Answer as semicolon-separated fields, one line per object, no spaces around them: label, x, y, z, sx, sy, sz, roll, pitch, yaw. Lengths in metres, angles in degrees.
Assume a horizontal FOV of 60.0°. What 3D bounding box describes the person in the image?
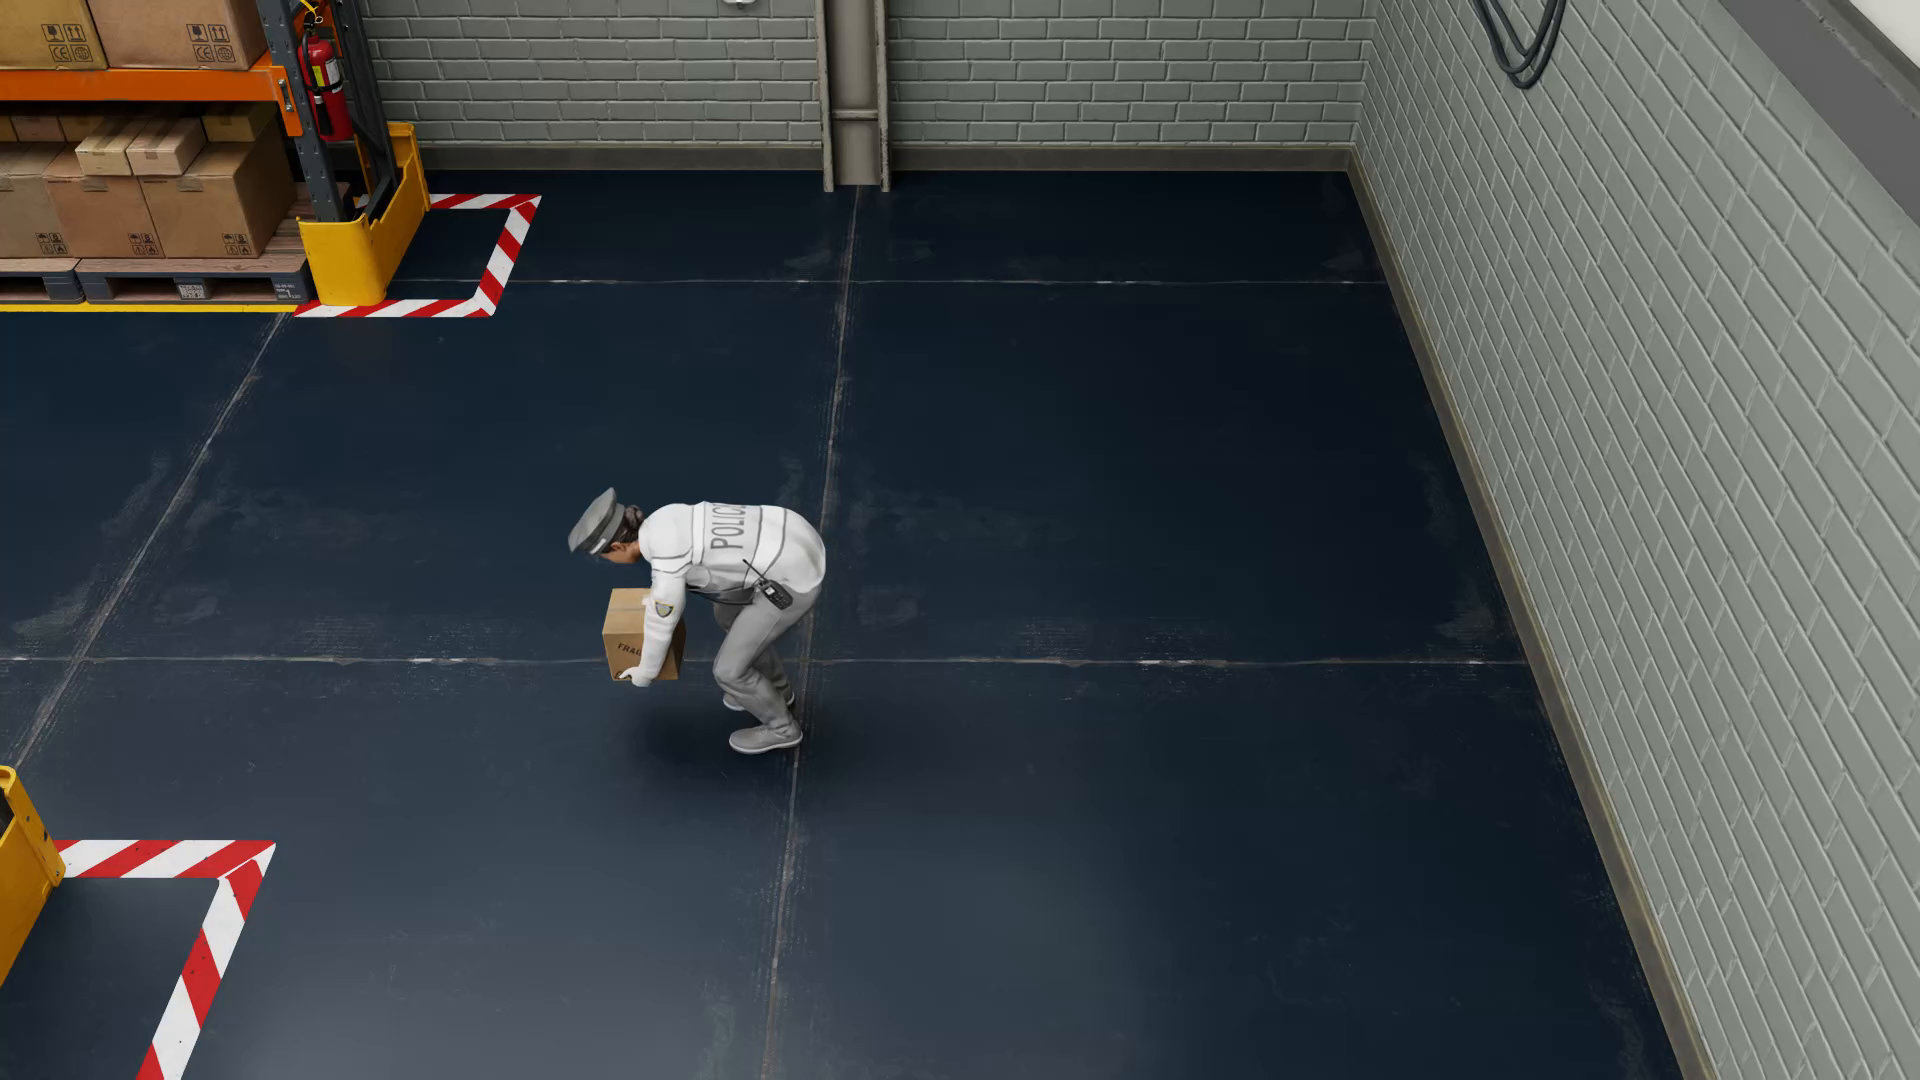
person;-0.946;0.285;6.219;0.915;1.148;0.434;-2;40;-2
